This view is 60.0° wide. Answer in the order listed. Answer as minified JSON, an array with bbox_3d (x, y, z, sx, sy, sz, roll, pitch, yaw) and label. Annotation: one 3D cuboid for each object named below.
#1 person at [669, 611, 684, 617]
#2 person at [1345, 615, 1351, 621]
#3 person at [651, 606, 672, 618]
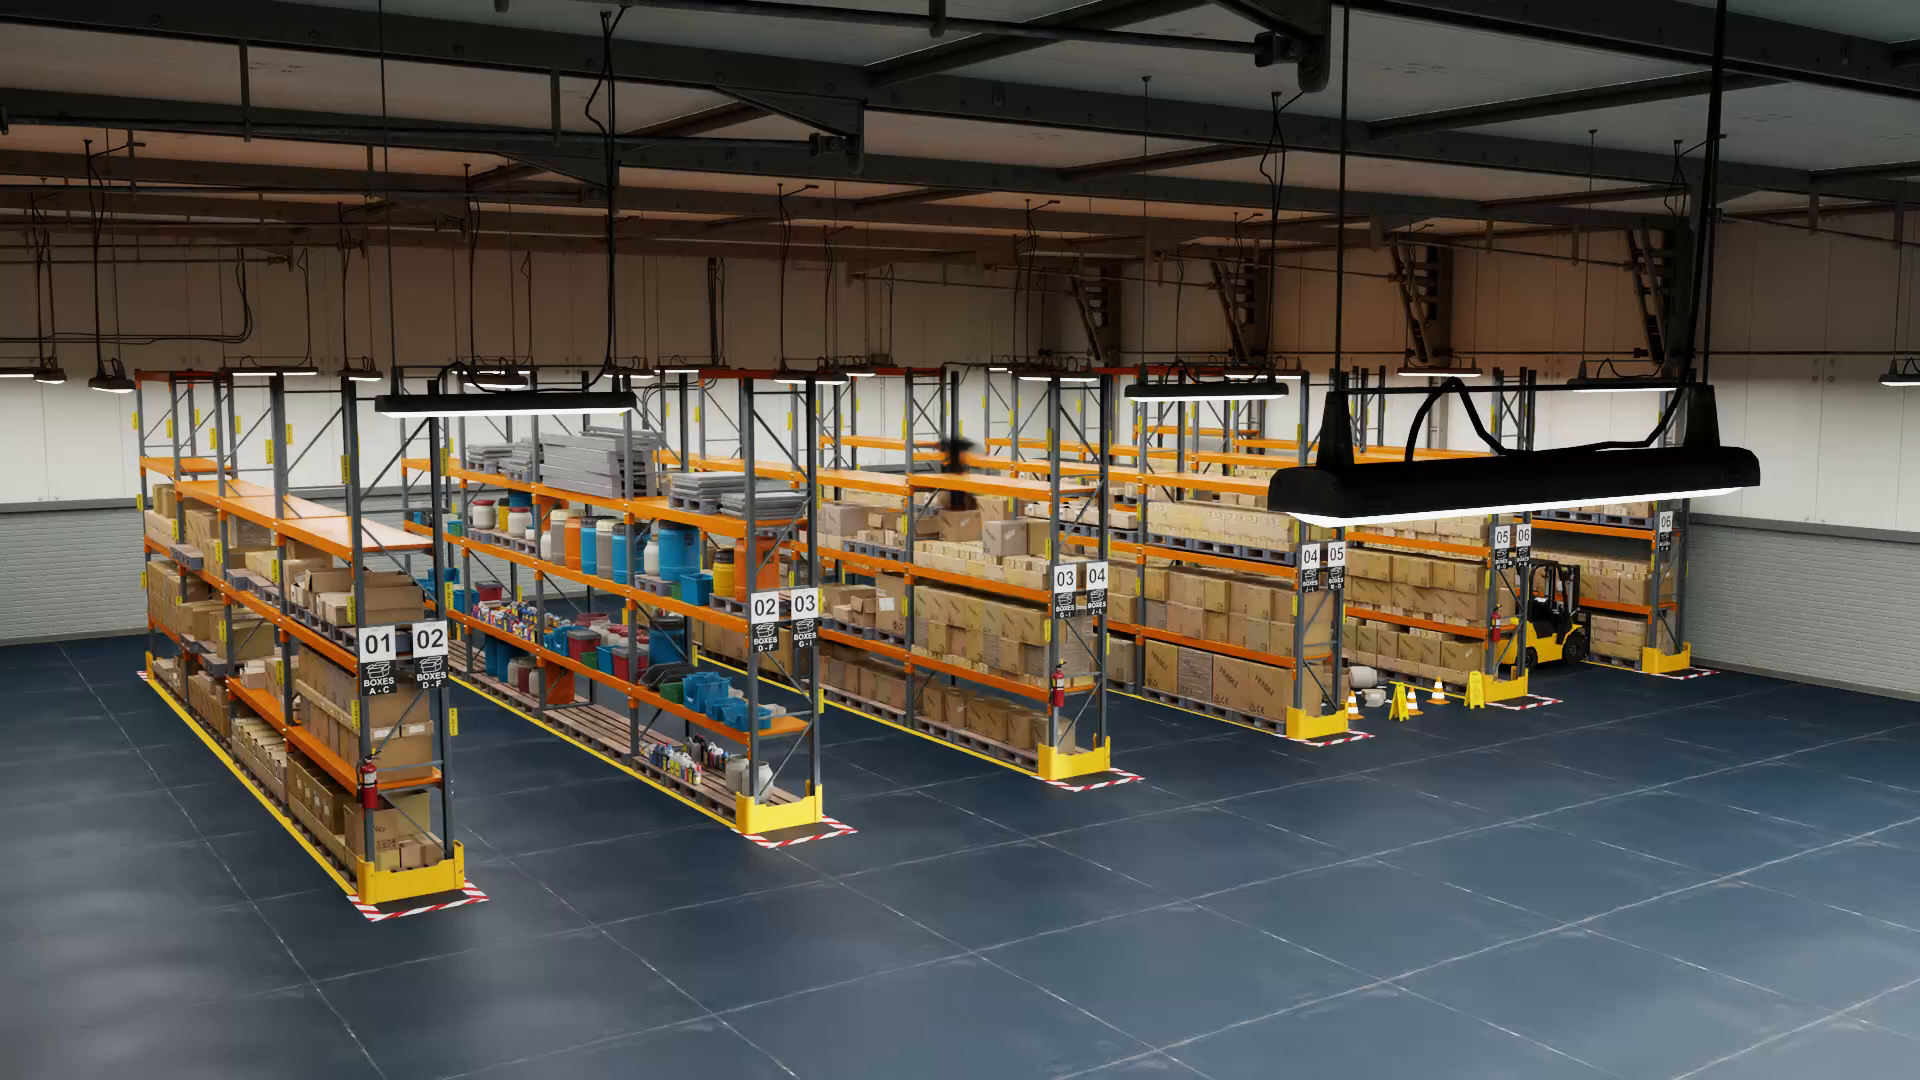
[{"bbox_3d":[-5.492,1.879,32.537,0.604,1.576,0.809,-6,9,-43],"label":"person"},{"bbox_3d":[8.379,1.534,35.530,0.608,1.619,0.730,-6,9,-45],"label":"person"},{"bbox_3d":[-5.872,1.783,33.326,0.686,1.605,0.858,-4,7,-29],"label":"person"}]
